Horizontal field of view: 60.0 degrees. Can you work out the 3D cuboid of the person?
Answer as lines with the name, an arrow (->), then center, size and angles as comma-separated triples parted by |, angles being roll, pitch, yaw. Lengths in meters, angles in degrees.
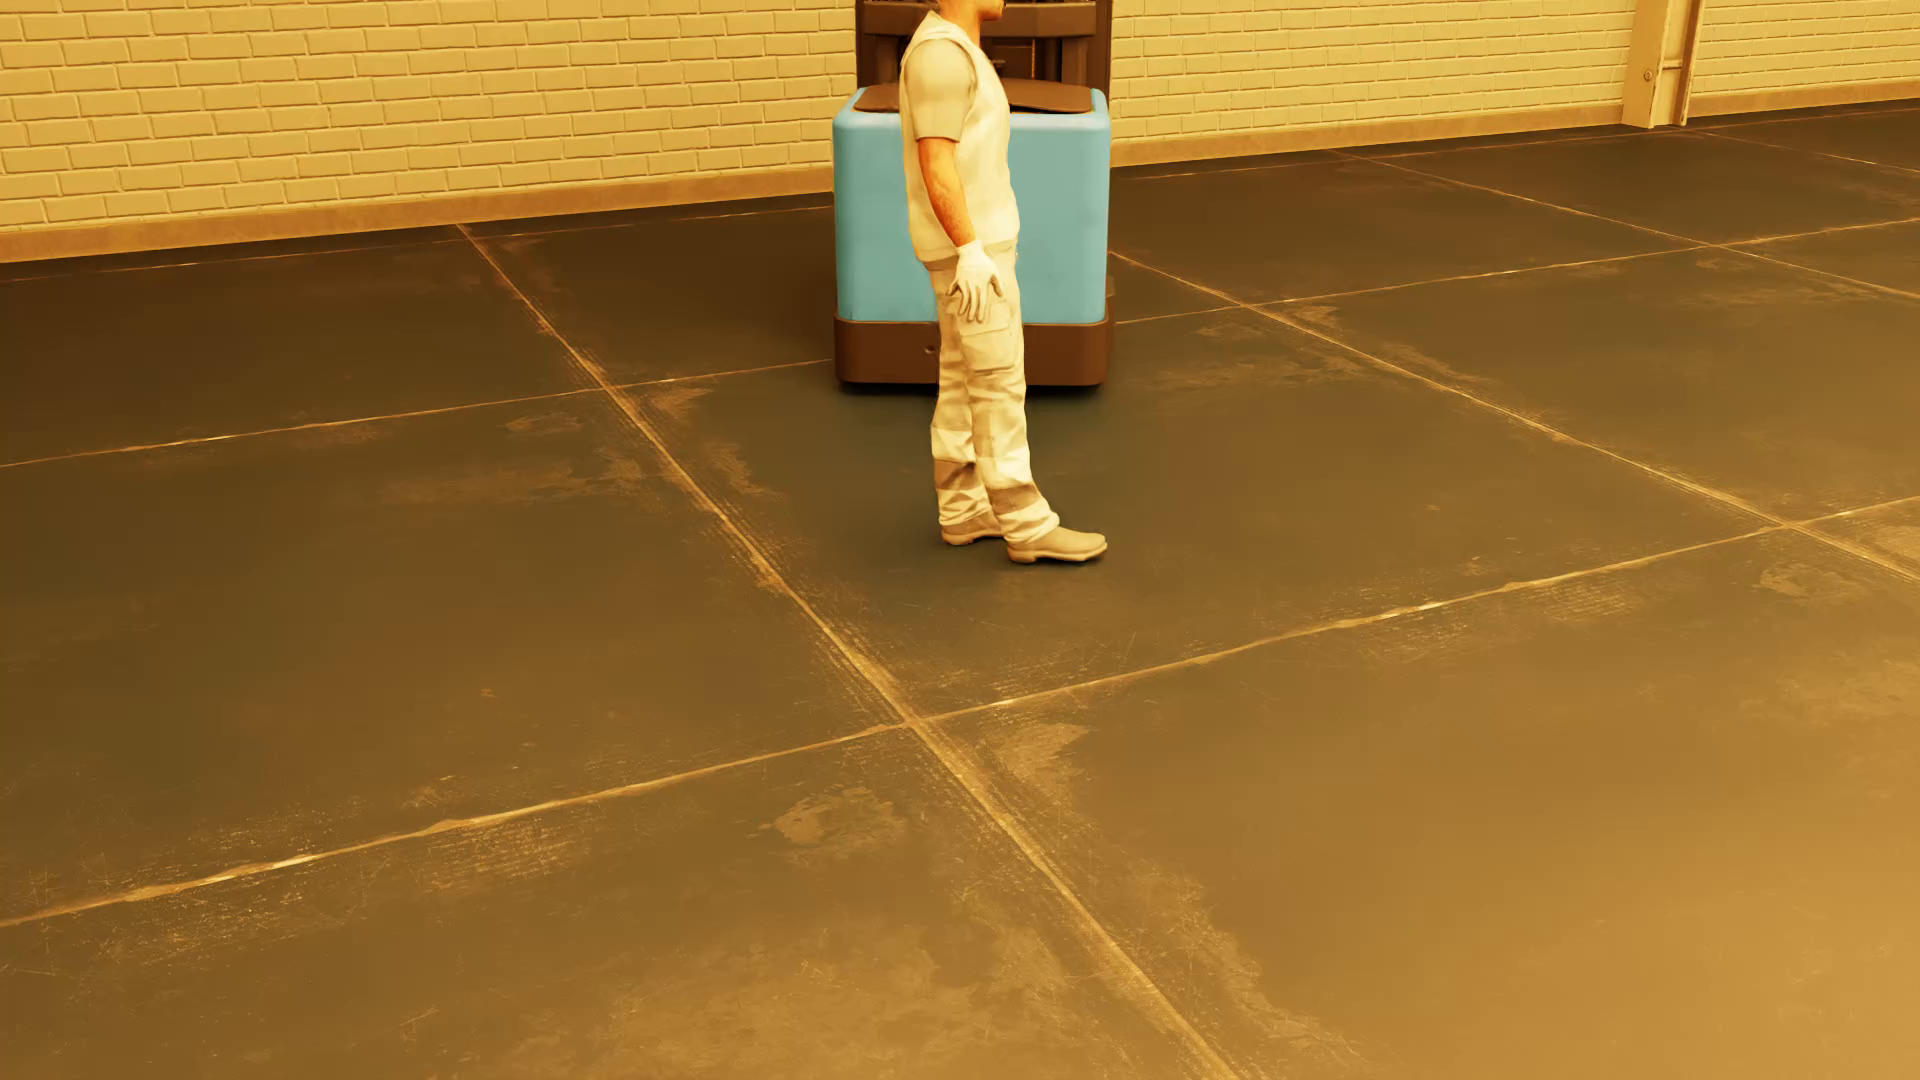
person -> 0.140, -0.828, 4.764 | 0.610, 1.792, 0.662 | 1, 23, 1

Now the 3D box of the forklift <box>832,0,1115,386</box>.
forklift -> 0.113, -2.461, 7.209 | 1.130, 2.935, 3.031 | 1, 23, 3
